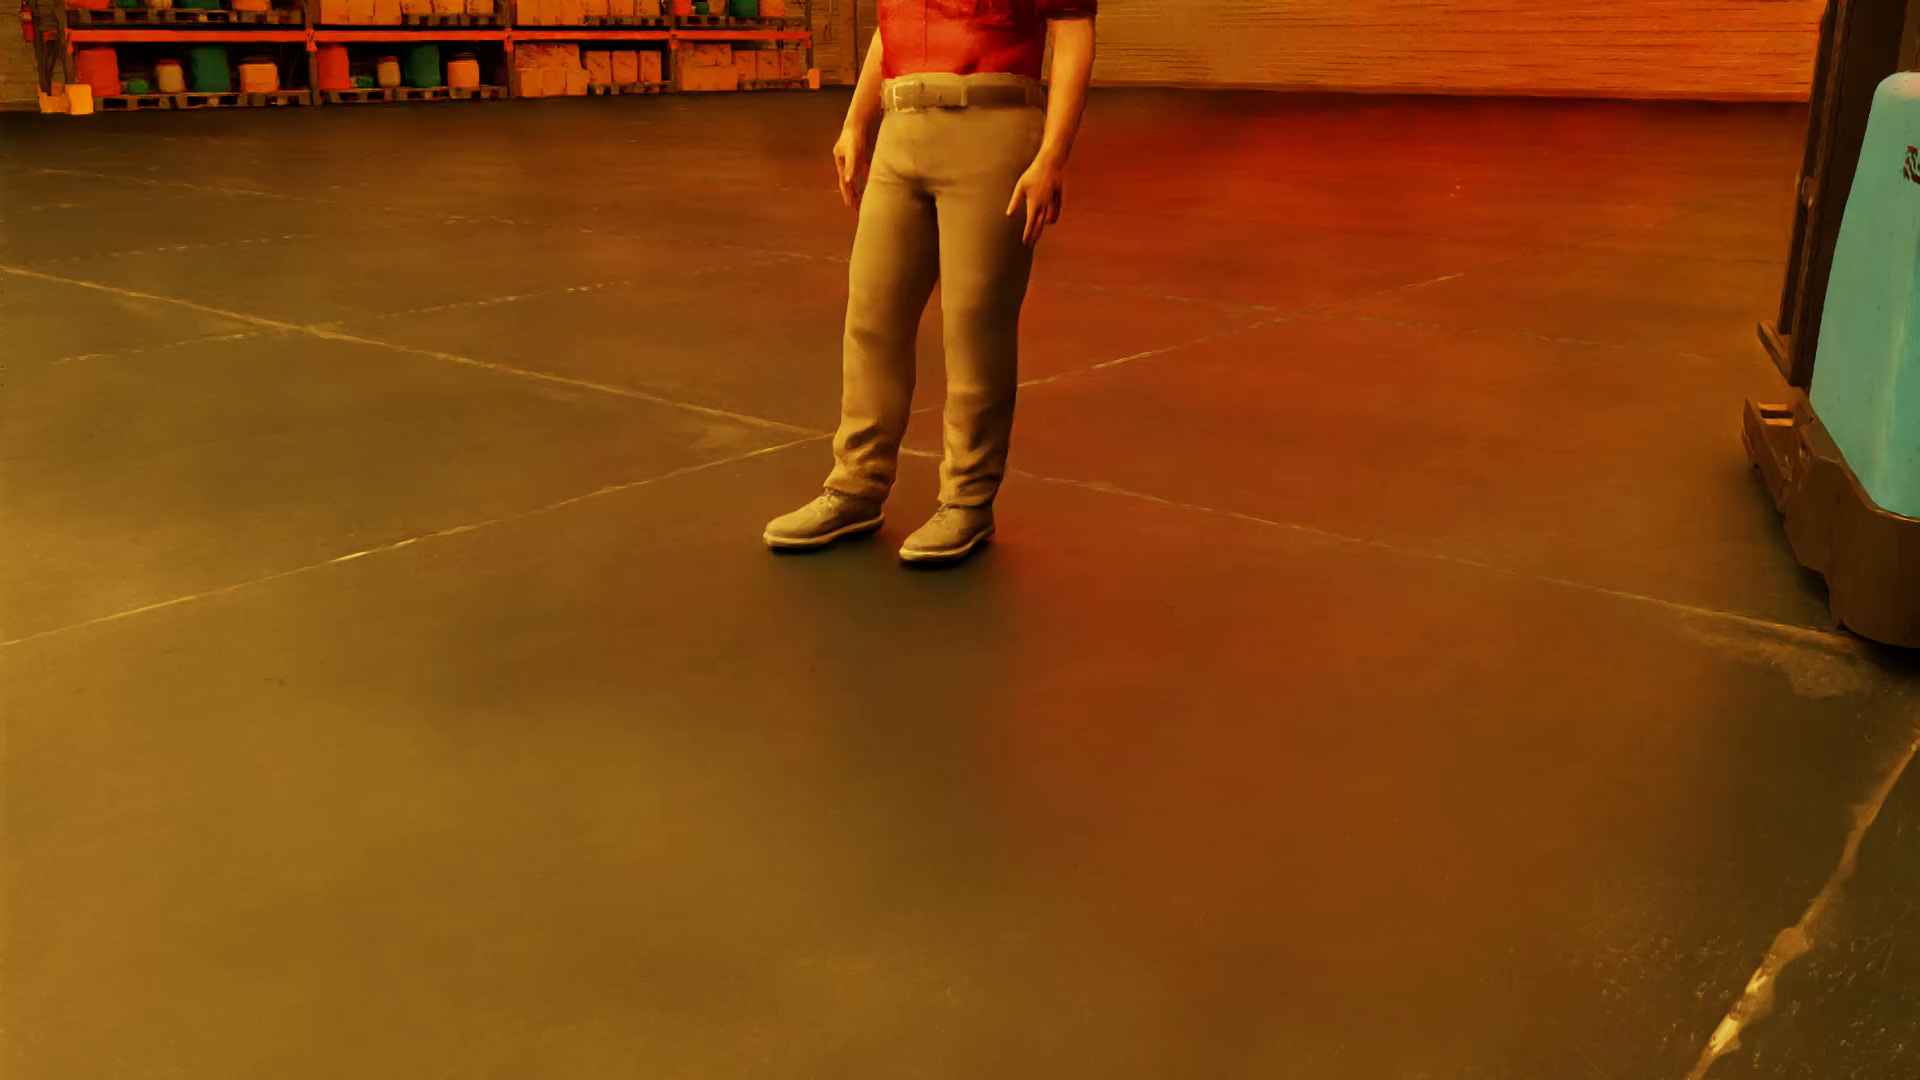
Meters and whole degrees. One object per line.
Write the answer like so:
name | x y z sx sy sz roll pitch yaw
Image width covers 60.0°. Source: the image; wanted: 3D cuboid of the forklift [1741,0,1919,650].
forklift | 2.650 -1.507 3.860 1.130 2.935 3.031 6 18 19

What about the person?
person | -0.066 -0.784 3.639 0.640 1.659 0.550 13 21 37
